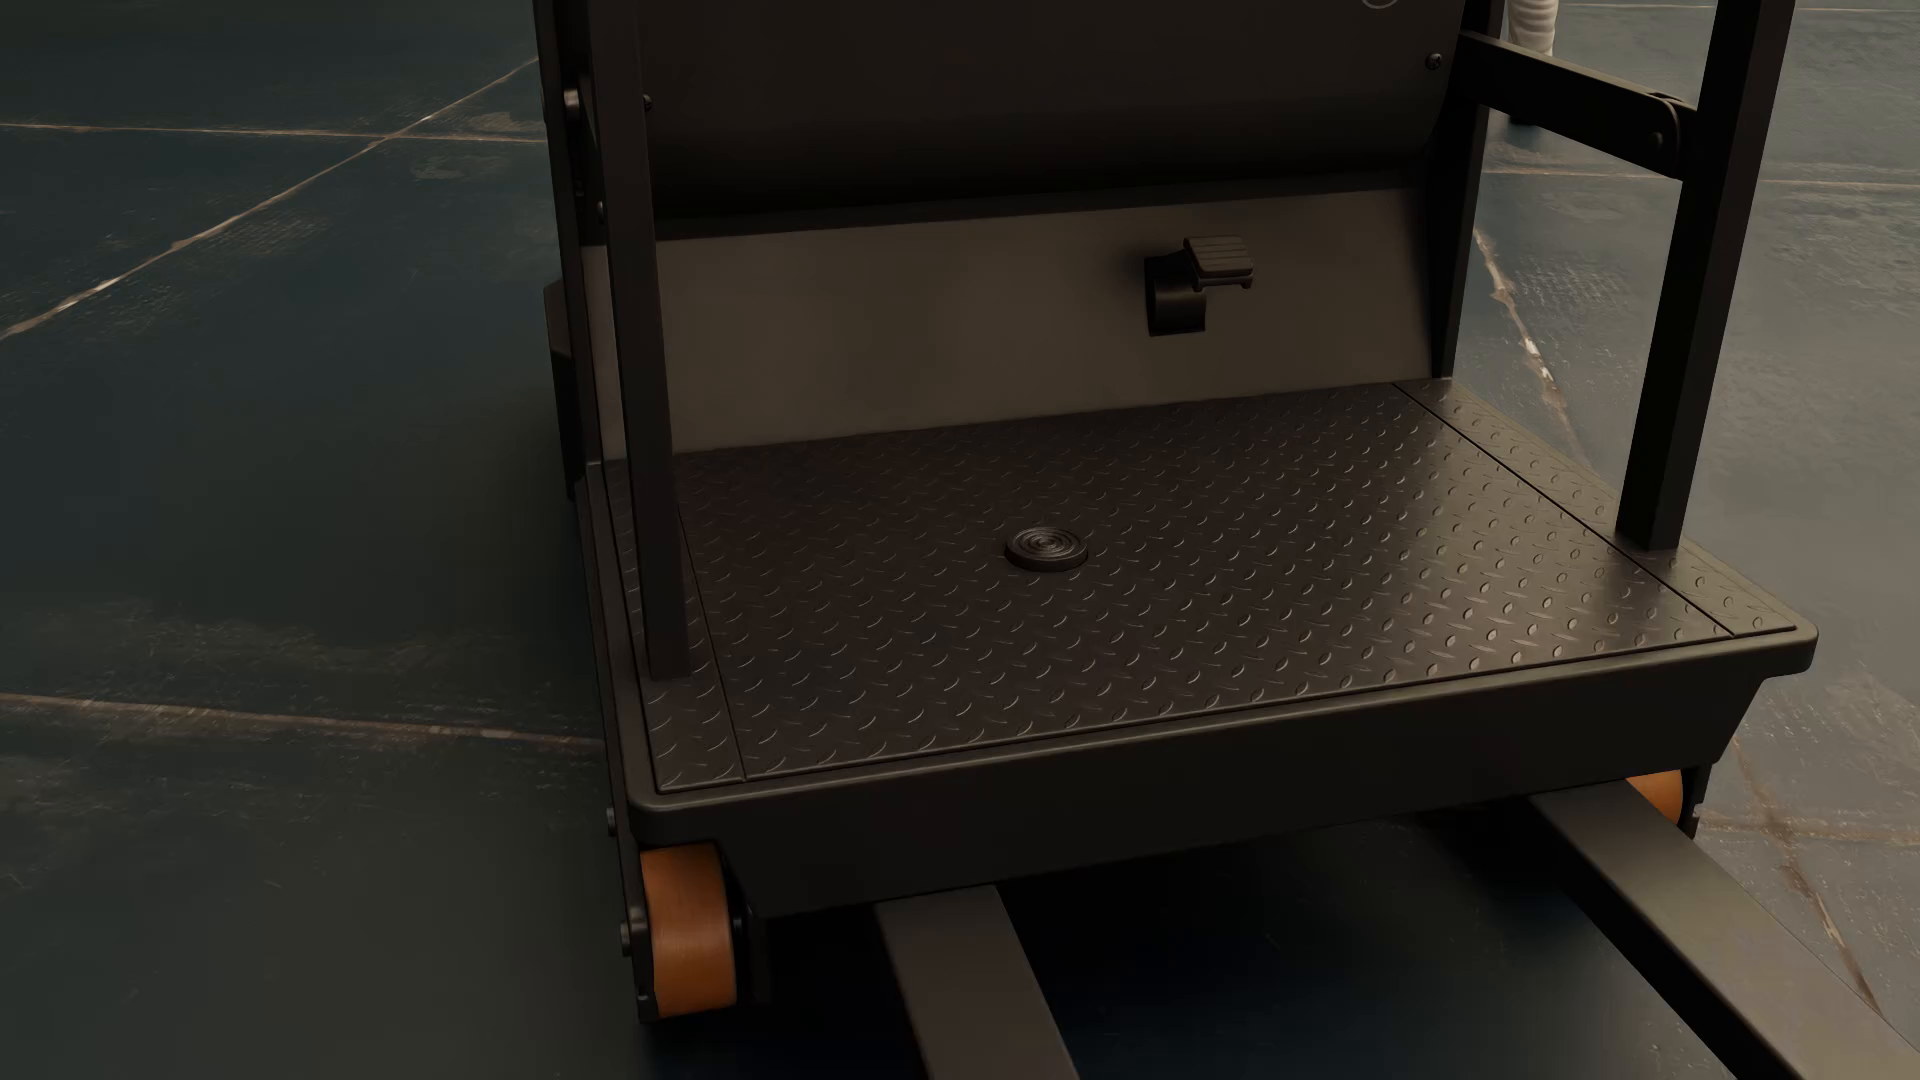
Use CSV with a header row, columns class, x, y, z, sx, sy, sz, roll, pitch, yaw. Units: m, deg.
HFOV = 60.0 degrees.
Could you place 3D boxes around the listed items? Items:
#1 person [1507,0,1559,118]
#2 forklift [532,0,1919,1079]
class,x,y,z,sx,sy,sz,roll,pitch,yaw
person,1.508,-2.013,4.652,0.598,1.670,0.529,1,27,2
forklift,0.153,-1.049,1.319,1.130,2.935,3.031,-7,27,-13
